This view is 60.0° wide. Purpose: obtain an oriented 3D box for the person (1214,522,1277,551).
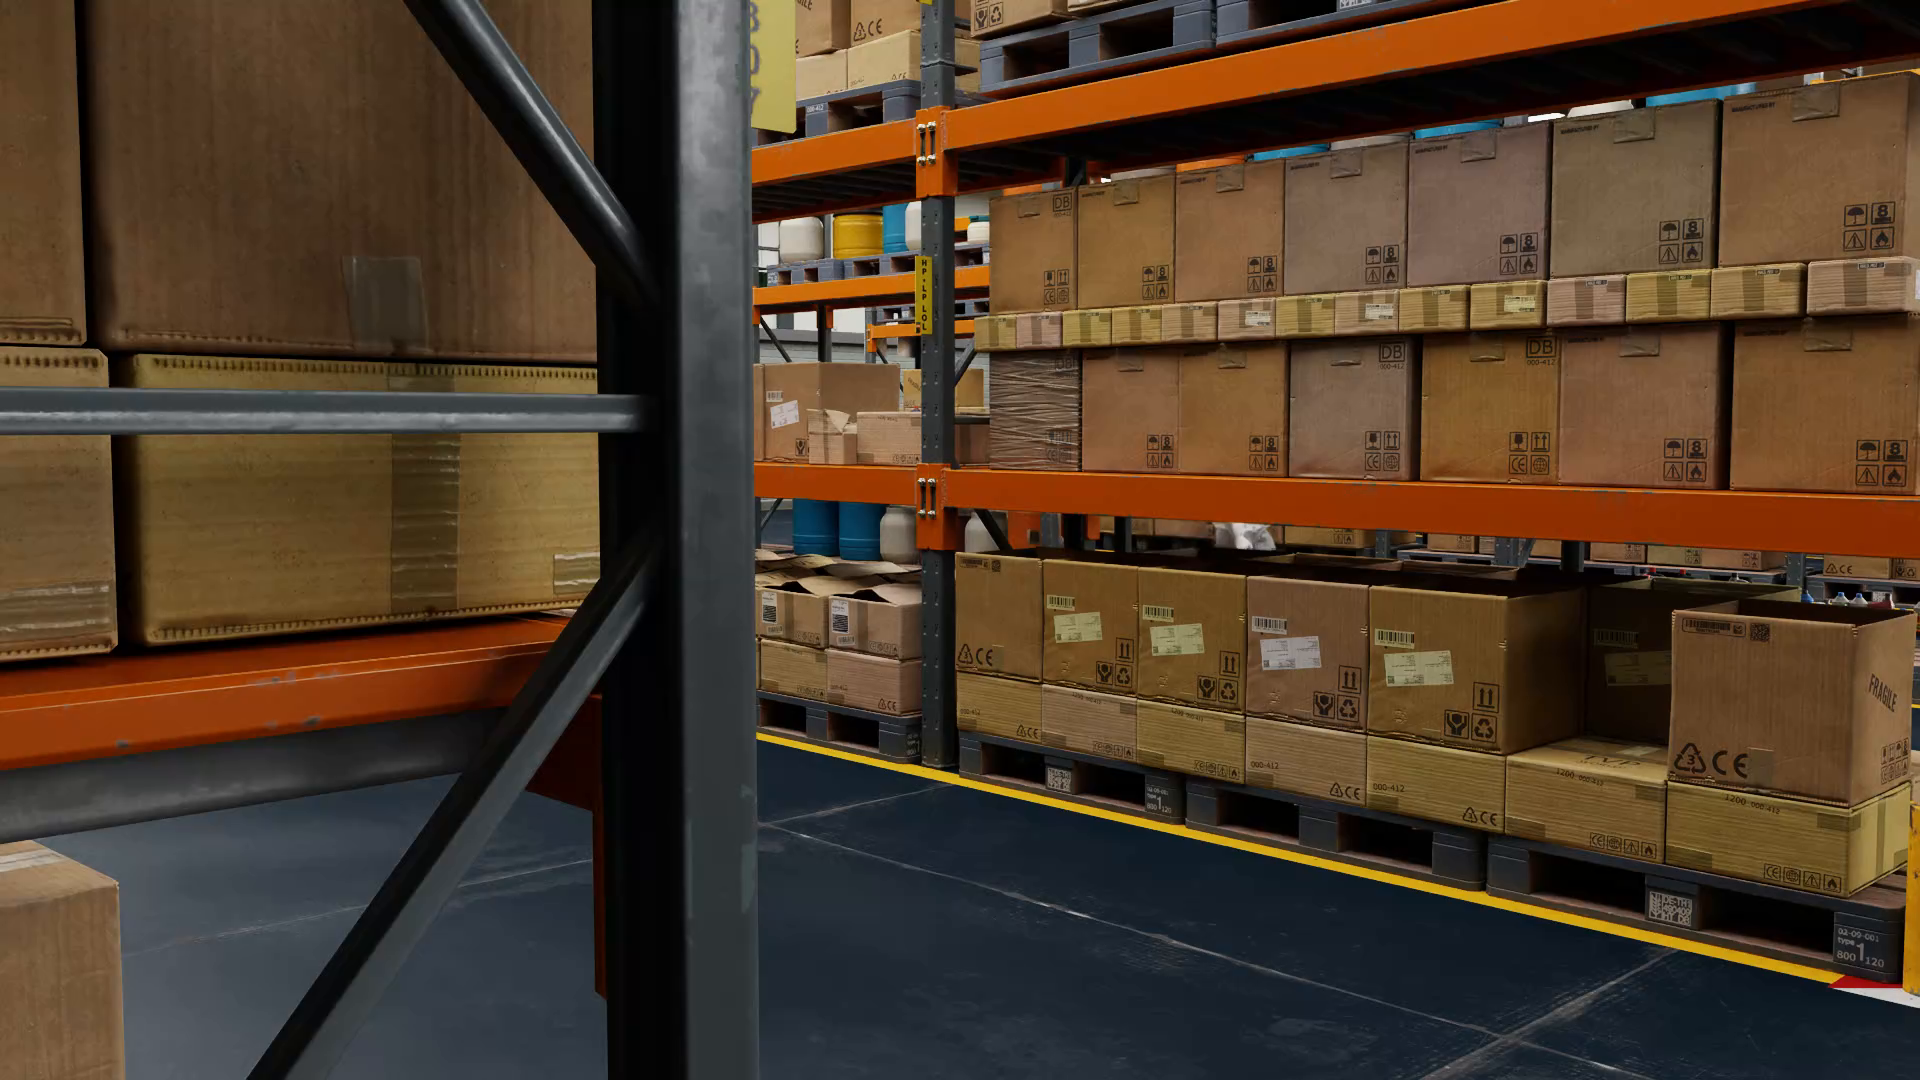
[{"bbox_3d":[1.654,-0.048,9.900,0.916,1.647,0.499,3,5,35],"label":"person"}]
